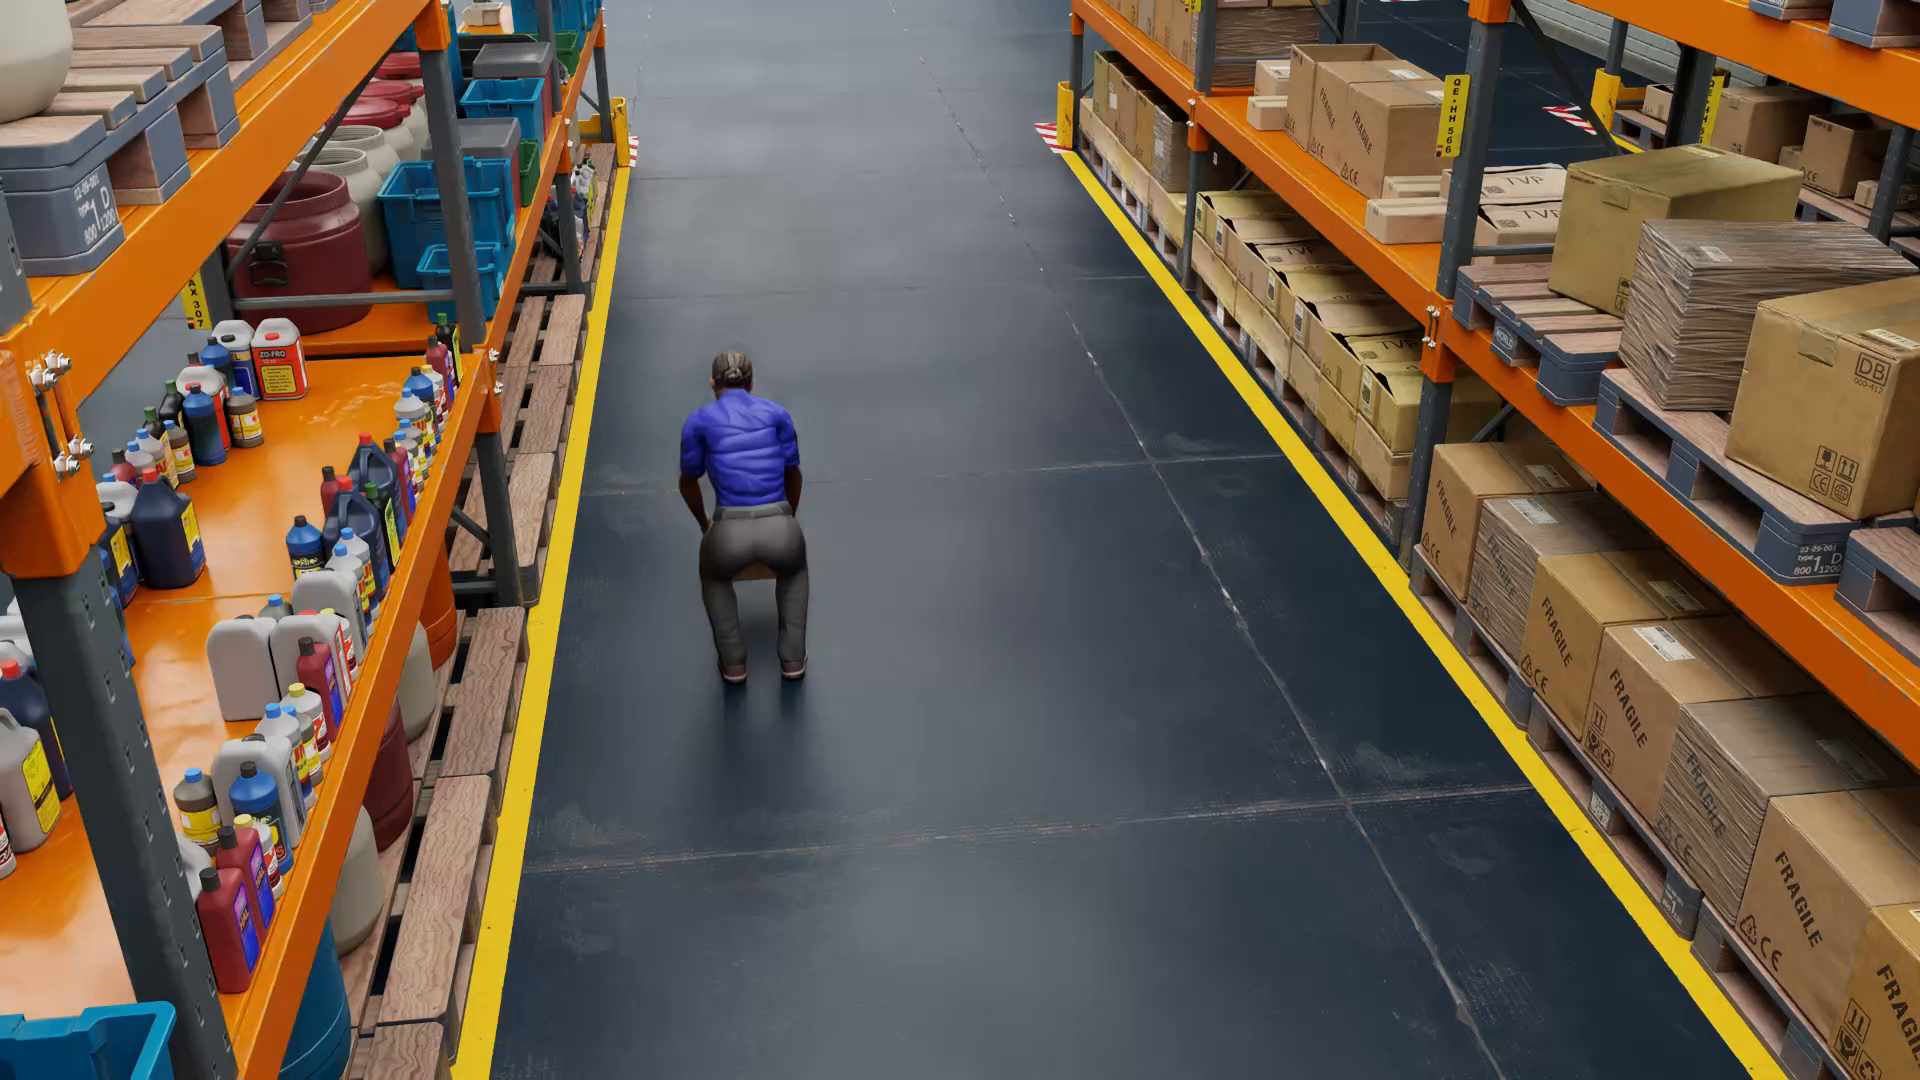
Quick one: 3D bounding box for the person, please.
[{"bbox_3d":[-0.868,-0.067,6.675,0.499,1.280,0.682,-4,28,-7],"label":"person"}]
